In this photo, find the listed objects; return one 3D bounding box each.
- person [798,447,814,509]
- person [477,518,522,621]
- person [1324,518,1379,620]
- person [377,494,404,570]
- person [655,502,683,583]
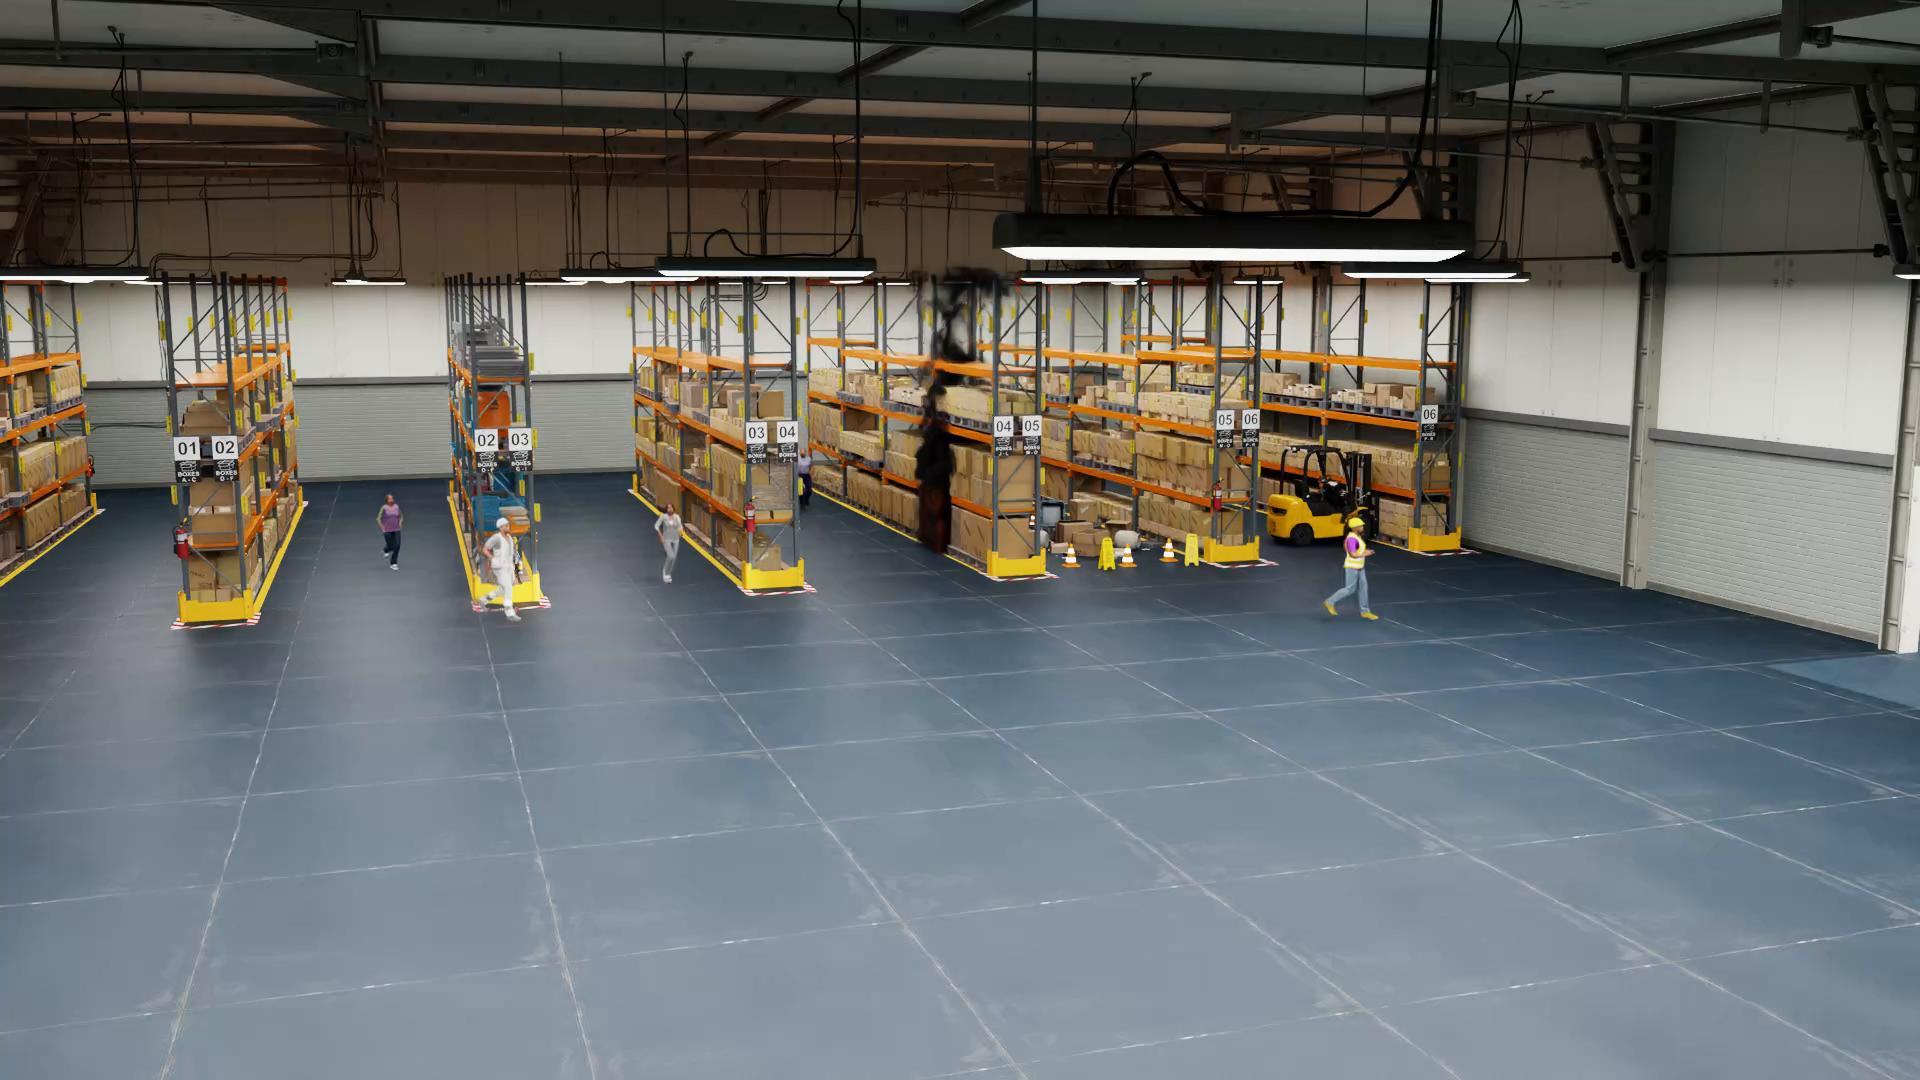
[{"bbox_3d":[-4.100,-1.612,43.409,0.622,1.611,0.529,-2,9,-16],"label":"person"},{"bbox_3d":[-8.021,0.499,29.055,0.902,1.778,0.696,3,9,17],"label":"person"},{"bbox_3d":[6.835,0.486,28.835,0.913,1.757,0.722,4,9,24],"label":"person"},{"bbox_3d":[-11.700,-0.178,34.206,0.537,1.546,0.549,-6,10,-34],"label":"person"},{"bbox_3d":[-5.646,0.049,32.508,0.512,1.578,0.631,-5,10,-29],"label":"person"}]
